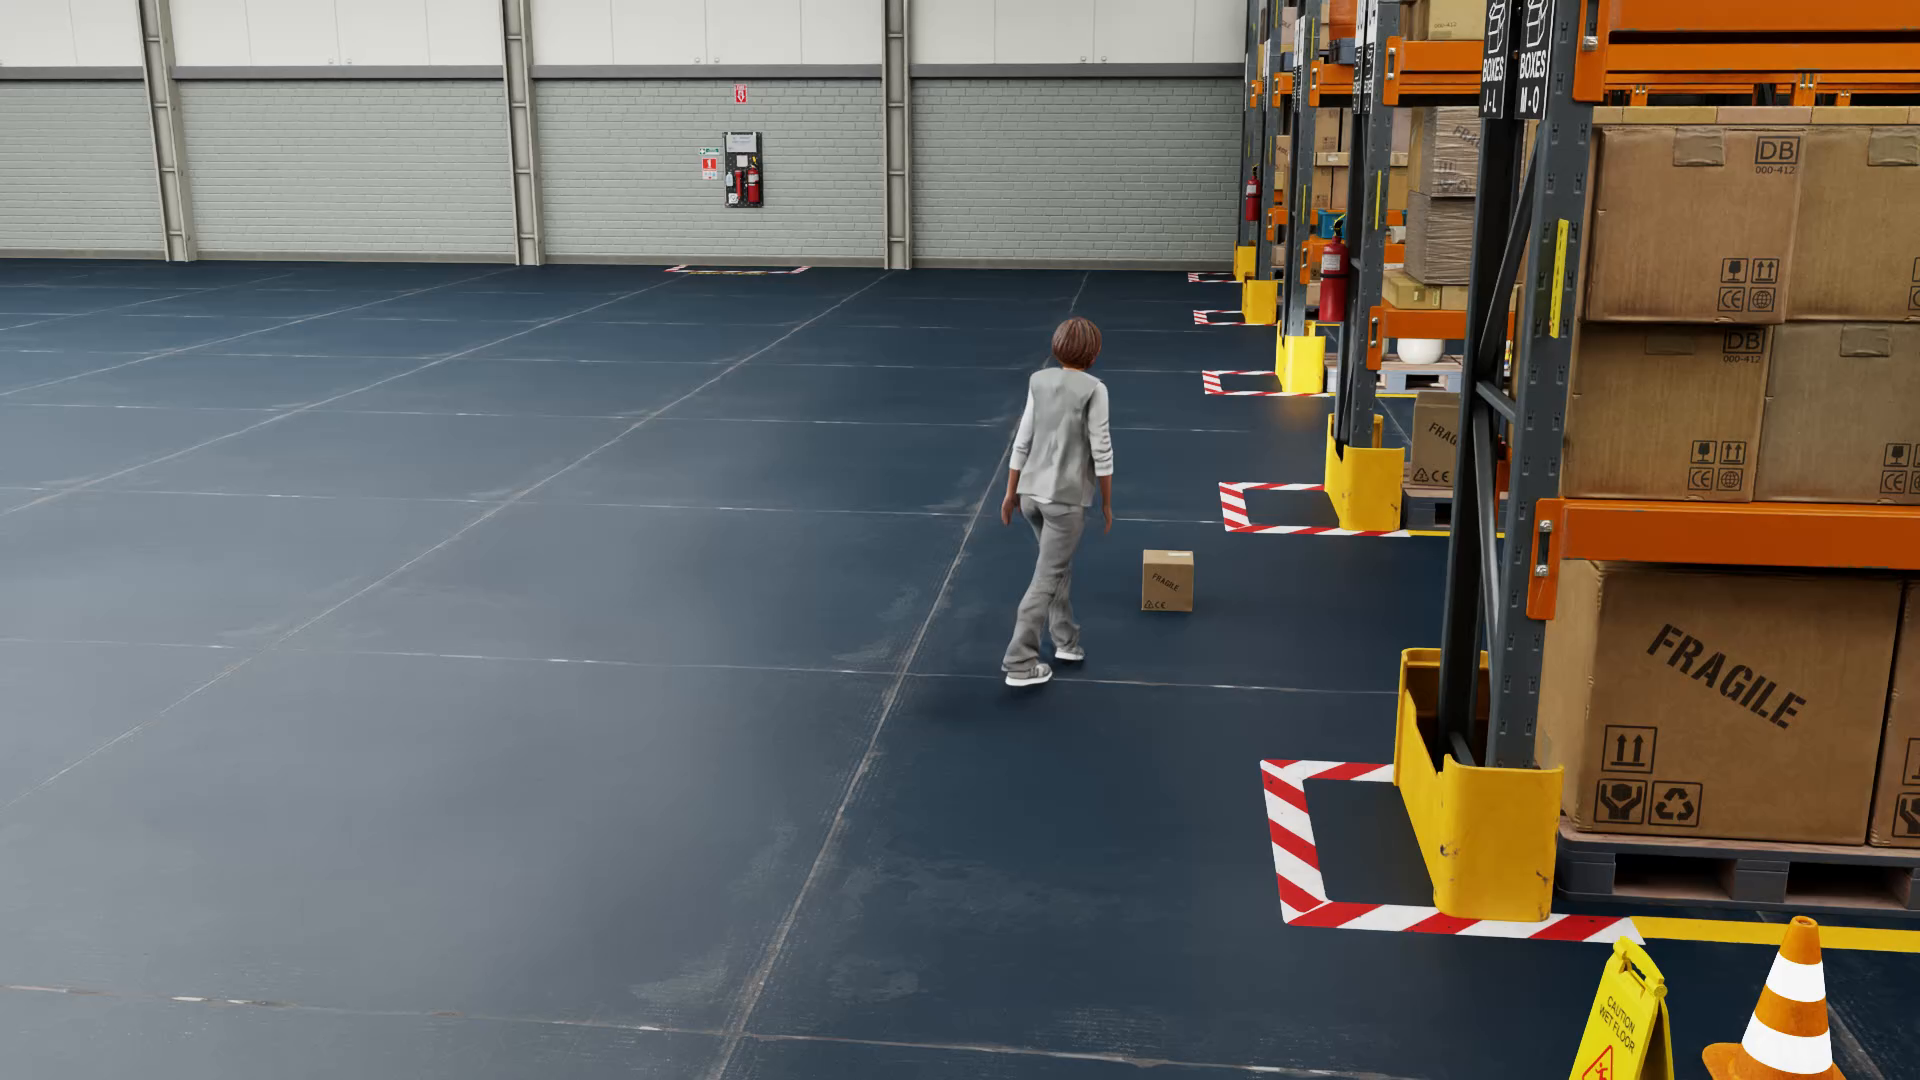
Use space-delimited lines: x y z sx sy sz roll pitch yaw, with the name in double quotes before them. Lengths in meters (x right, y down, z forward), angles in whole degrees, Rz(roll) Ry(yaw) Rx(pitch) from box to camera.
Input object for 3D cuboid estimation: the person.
"person" 0.436 -0.152 7.135 0.442 1.600 0.694 13 19 41
